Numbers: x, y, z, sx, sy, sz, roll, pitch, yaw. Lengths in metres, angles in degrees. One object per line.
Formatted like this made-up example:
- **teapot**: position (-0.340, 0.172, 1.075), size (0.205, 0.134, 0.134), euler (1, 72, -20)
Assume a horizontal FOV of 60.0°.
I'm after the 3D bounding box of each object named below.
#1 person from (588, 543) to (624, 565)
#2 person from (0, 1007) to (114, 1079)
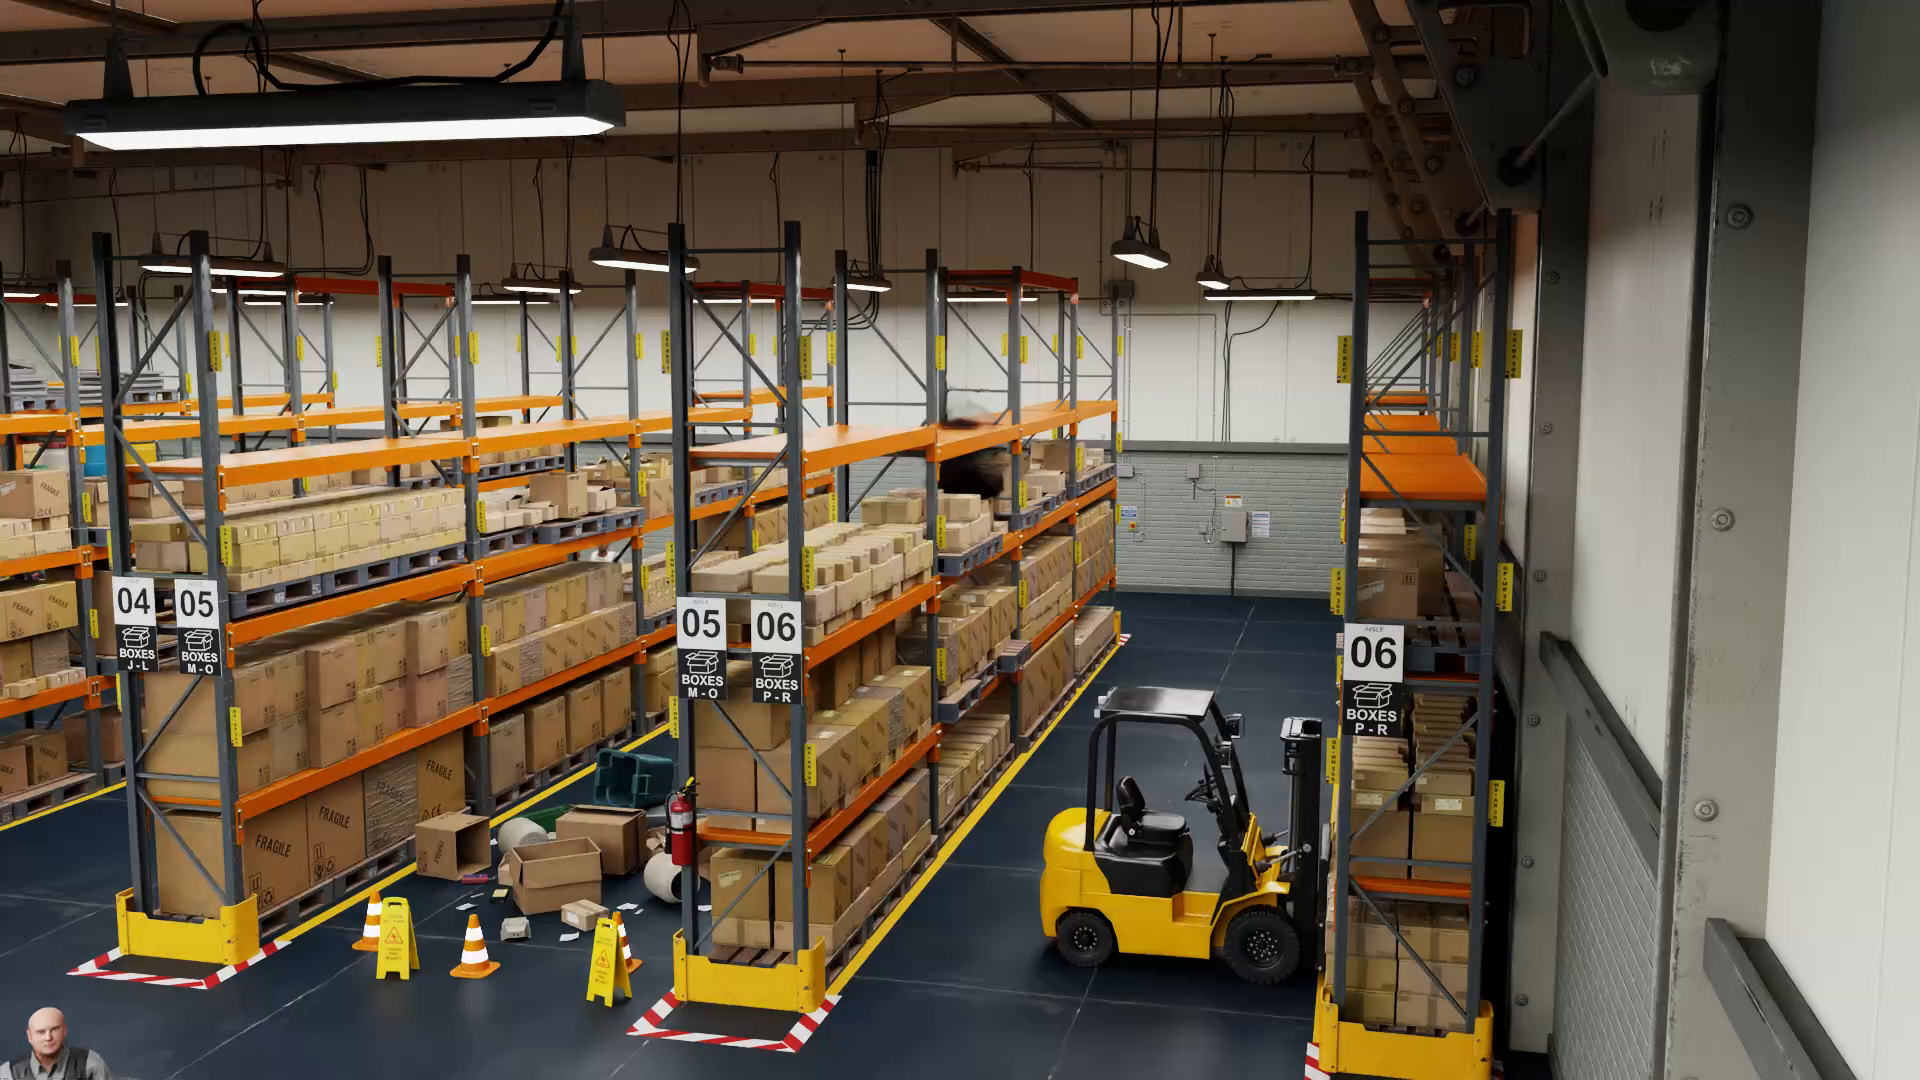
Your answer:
- **person**: position (-6.148, 0.799, 28.783), size (0.720, 1.754, 0.674), euler (1, 7, 10)
- **person**: position (-4.670, 3.253, 8.591), size (0.657, 1.706, 0.969), euler (-5, 8, -33)
